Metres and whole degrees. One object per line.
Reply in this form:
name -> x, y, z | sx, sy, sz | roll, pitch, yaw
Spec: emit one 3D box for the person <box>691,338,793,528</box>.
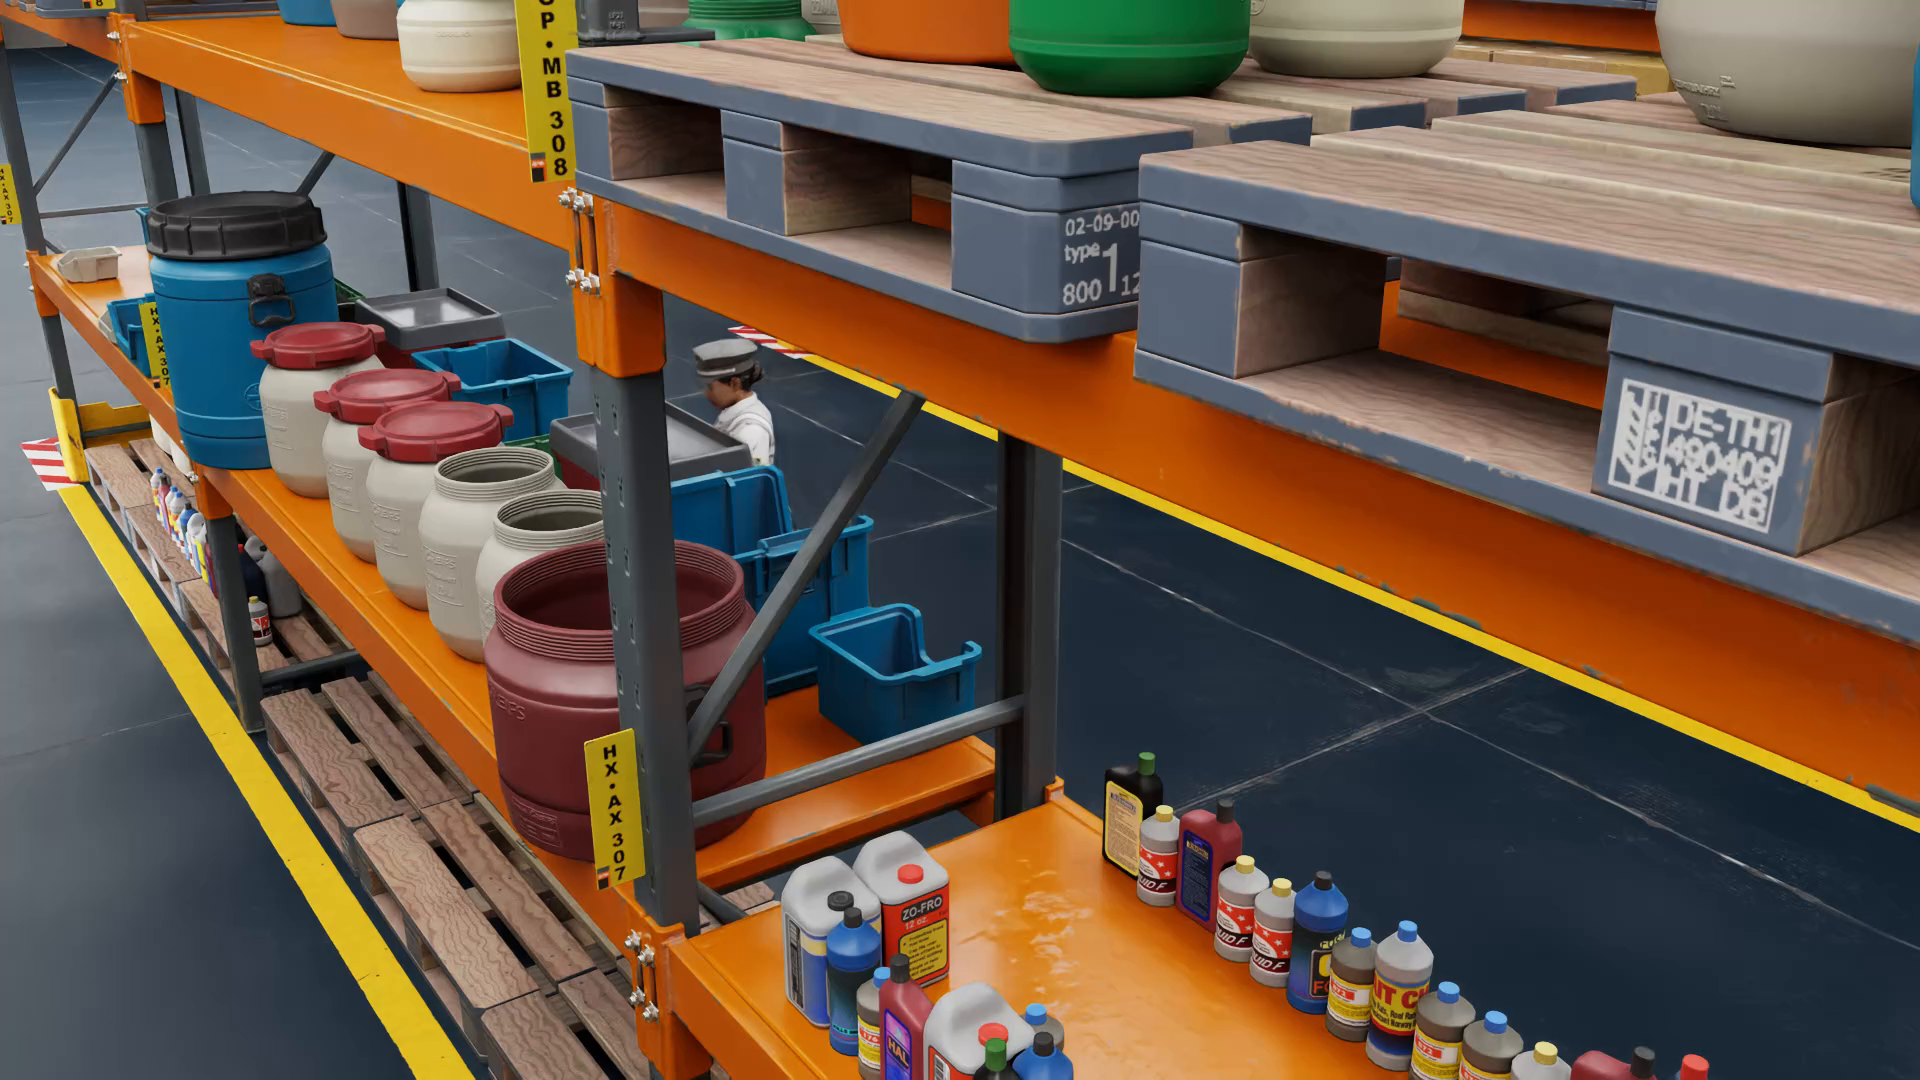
person -> -0.815, 0.008, 6.543 | 0.898, 1.626, 0.506 | -4, 22, -10
